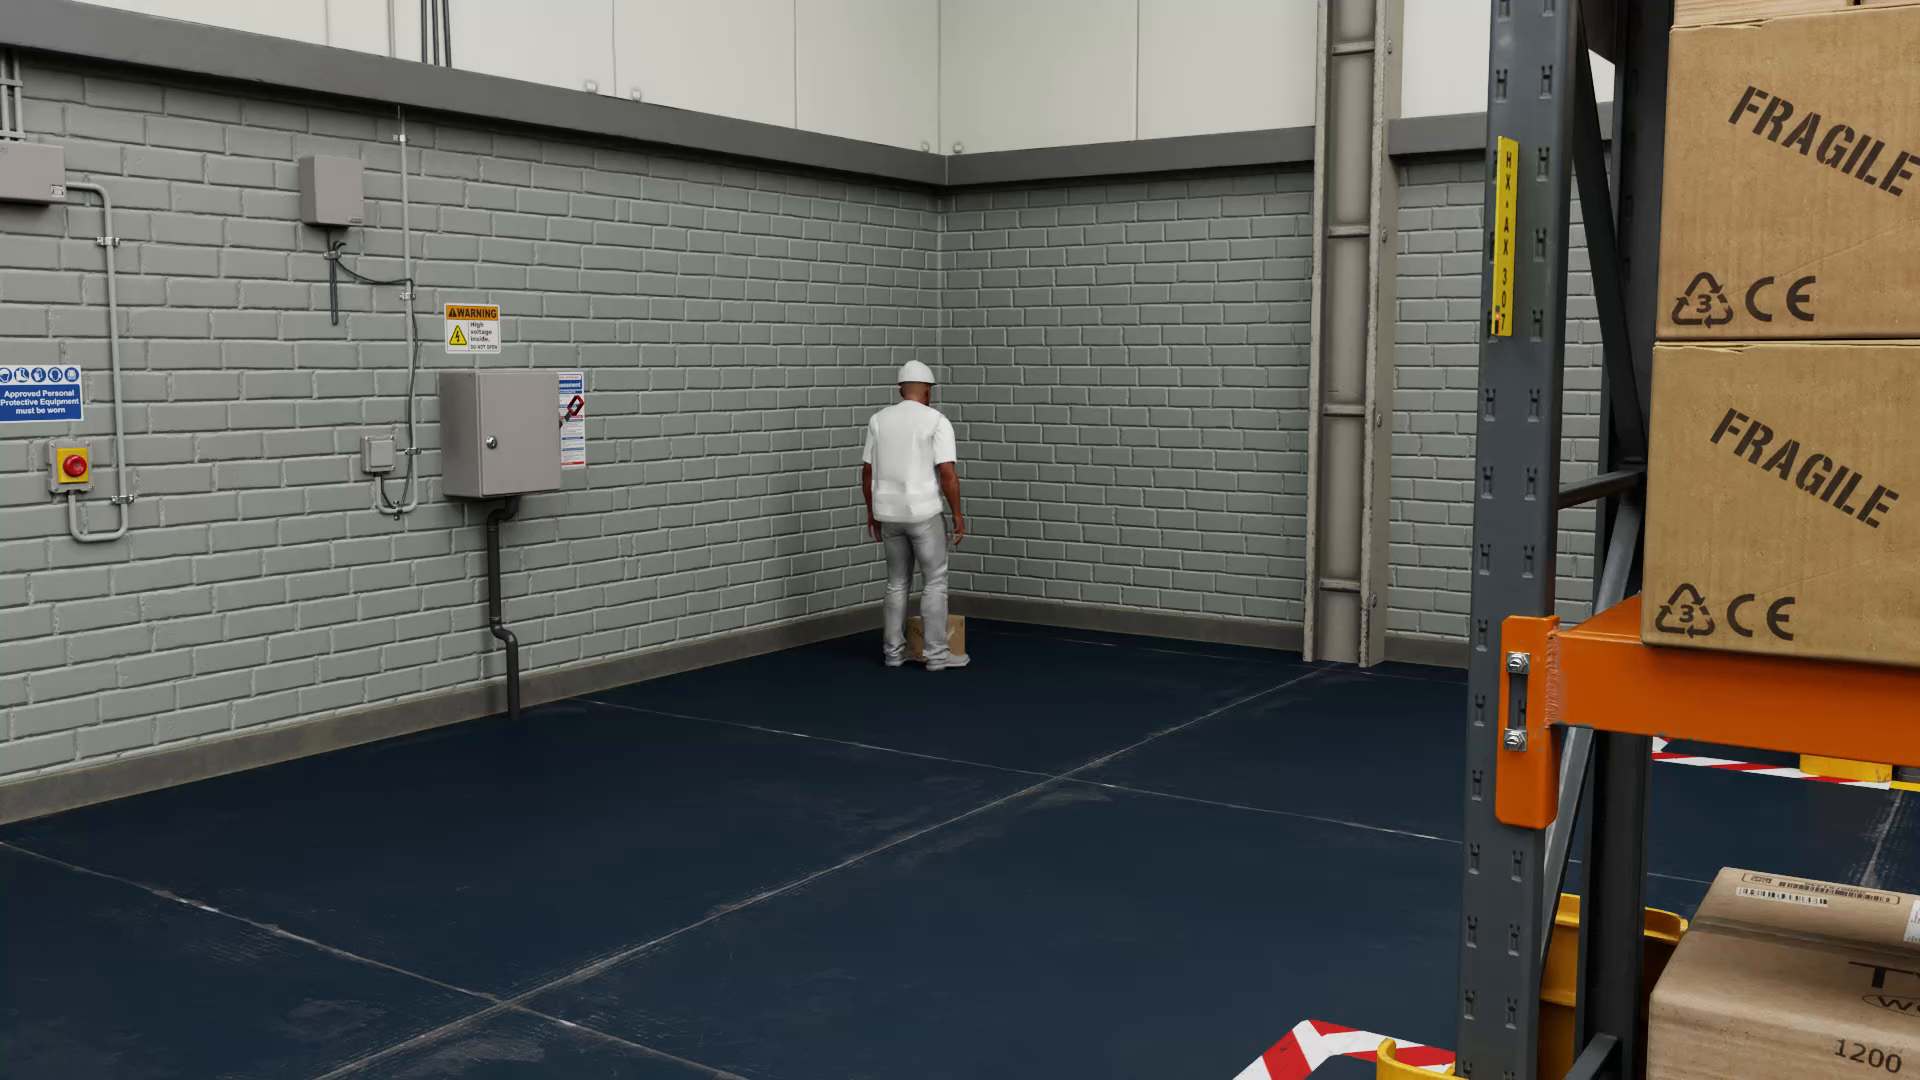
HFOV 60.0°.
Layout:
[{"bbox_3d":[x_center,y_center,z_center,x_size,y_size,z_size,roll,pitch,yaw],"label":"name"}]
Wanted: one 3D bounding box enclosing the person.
[{"bbox_3d":[-0.262,-0.148,9.555,0.633,1.759,0.459,4,7,30],"label":"person"}]
